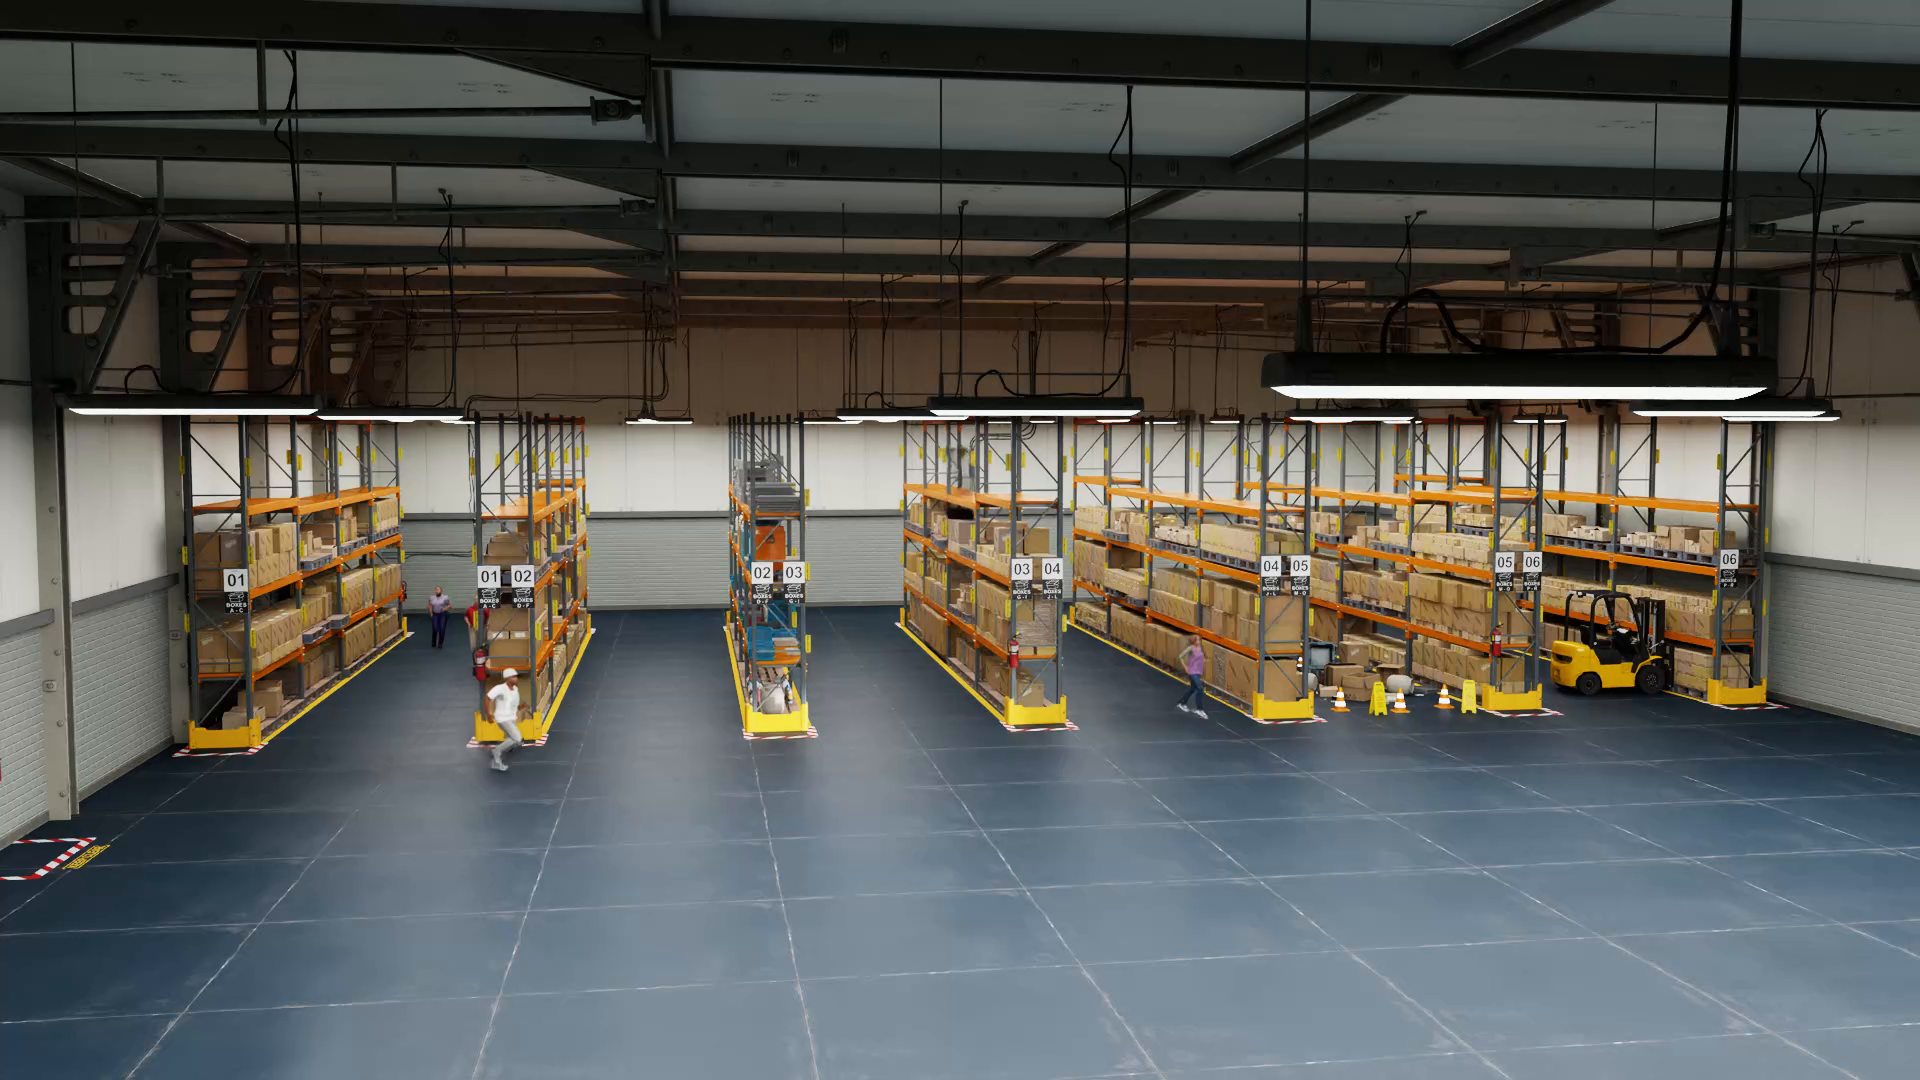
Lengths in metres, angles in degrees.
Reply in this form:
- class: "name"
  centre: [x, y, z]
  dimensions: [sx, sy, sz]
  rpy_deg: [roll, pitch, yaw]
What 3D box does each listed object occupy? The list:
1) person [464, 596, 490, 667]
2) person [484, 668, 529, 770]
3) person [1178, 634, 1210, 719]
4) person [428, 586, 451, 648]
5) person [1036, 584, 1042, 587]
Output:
- class: "person"
  centre: [-11.569, 2.181, 39.919]
  dimensions: [0.665, 1.686, 0.603]
  rpy_deg: [0, 4, -4]
- class: "person"
  centre: [-7.496, 2.977, 27.601]
  dimensions: [0.664, 1.695, 0.693]
  rpy_deg: [1, 4, 14]
- class: "person"
  centre: [4.619, 2.687, 32.896]
  dimensions: [0.750, 1.609, 0.516]
  rpy_deg: [3, 5, 38]
- class: "person"
  centre: [-13.433, 2.009, 42.898]
  dimensions: [0.575, 1.591, 0.568]
  rpy_deg: [-1, 4, -13]
- class: "person"
  centre: [2.266, 1.669, 46.967]
  dimensions: [0.669, 1.740, 0.613]
  rpy_deg: [-1, 4, -9]
